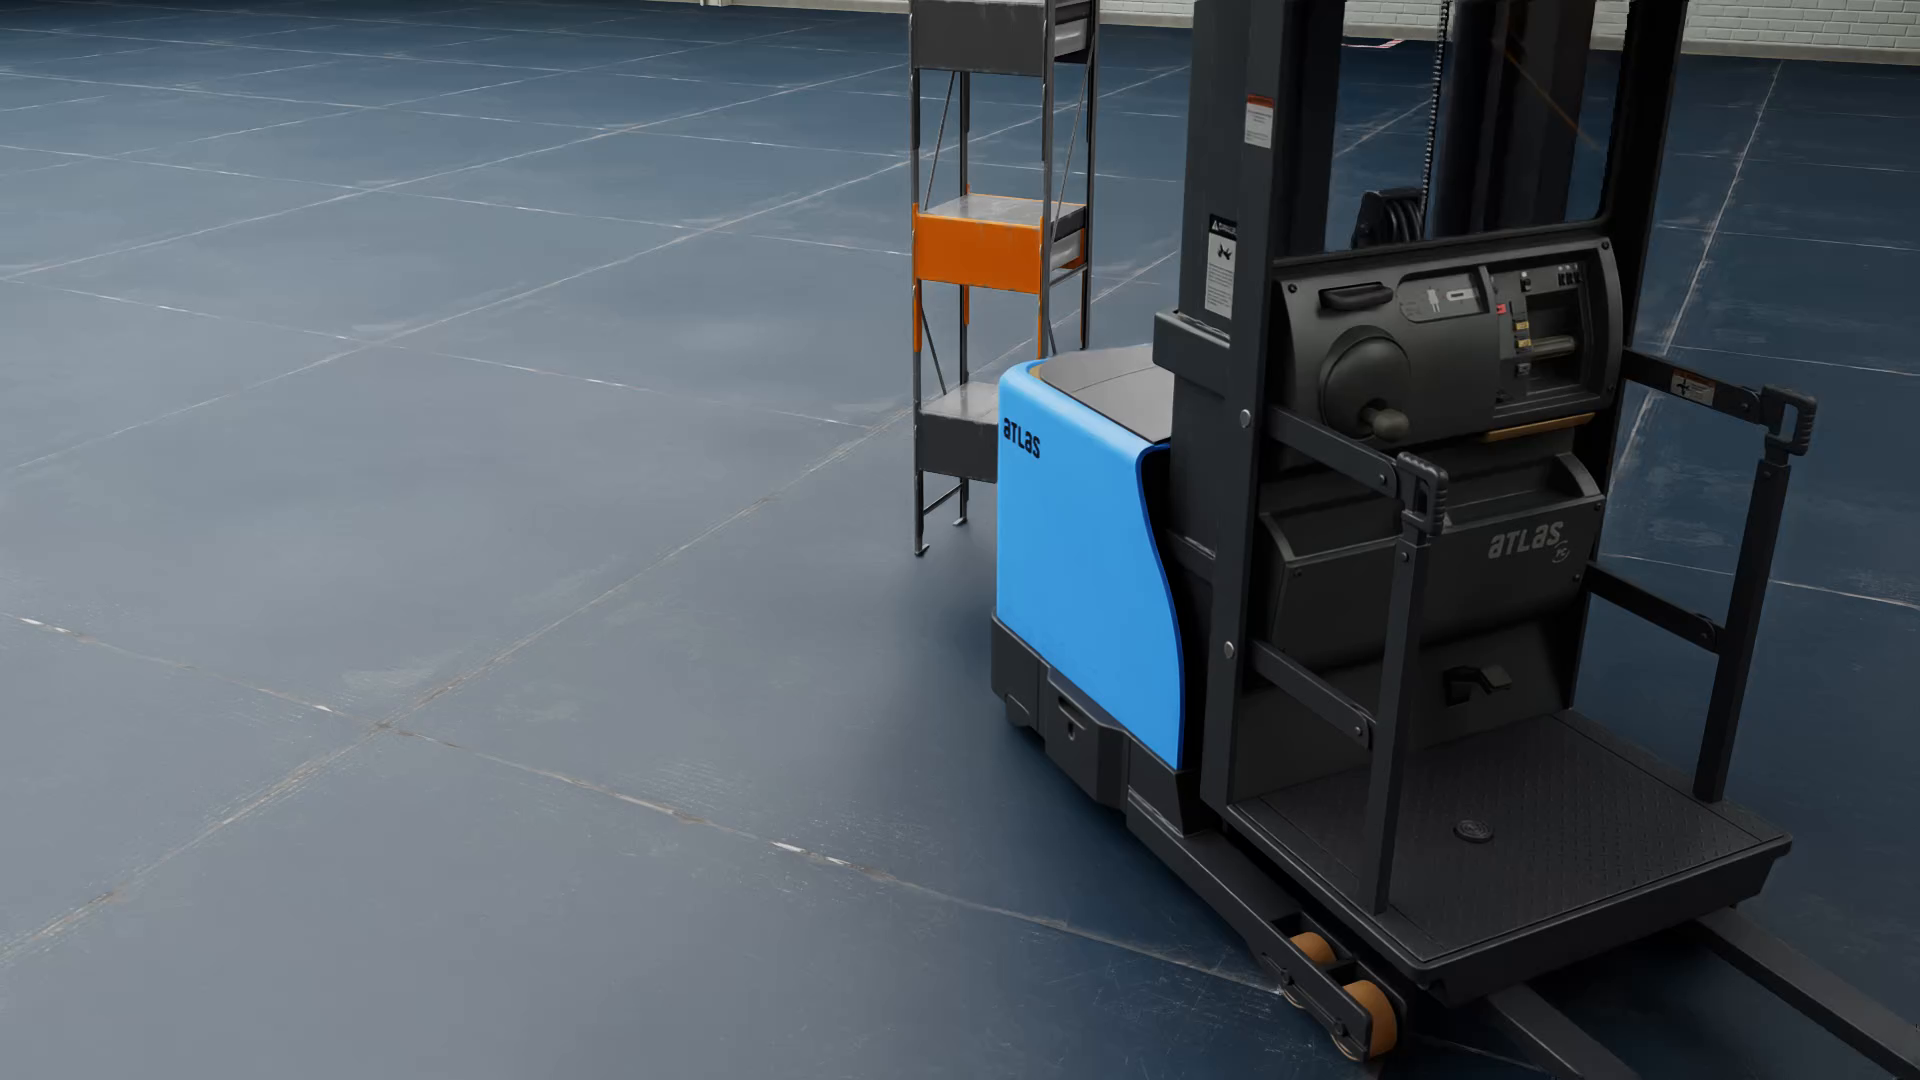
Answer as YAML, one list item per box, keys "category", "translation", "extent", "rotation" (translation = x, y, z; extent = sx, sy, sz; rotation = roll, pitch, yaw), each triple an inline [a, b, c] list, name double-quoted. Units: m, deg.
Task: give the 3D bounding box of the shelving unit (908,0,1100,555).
- category: "shelving unit"
  translation: [0.148, -0.937, 5.770]
  extent: [0.503, 2.100, 0.431]
  rotation: [11, 25, 25]

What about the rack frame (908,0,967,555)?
- category: "rack frame"
  translation: [-0.070, -0.980, 5.872]
  extent: [0.015, 2.100, 0.400]
  rotation: [11, 25, 25]

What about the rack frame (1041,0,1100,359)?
- category: "rack frame"
  translation: [0.365, -0.894, 5.669]
  extent: [0.015, 2.100, 0.400]
  rotation: [11, 25, 25]

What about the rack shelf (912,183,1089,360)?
- category: "rack shelf"
  translation: [0.148, -0.924, 5.776]
  extent: [0.480, 0.518, 0.431]
  rotation: [11, 25, 25]

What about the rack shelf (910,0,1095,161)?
- category: "rack shelf"
  translation: [0.148, -1.569, 5.502]
  extent: [0.480, 0.518, 0.431]
  rotation: [11, 25, 25]

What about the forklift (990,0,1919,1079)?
- category: "forklift"
  translation: [1.194, -0.421, 3.494]
  extent: [1.130, 2.935, 3.031]
  rotation: [-11, 25, -24]

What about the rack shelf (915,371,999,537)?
- category: "rack shelf"
  translation: [0.148, -0.280, 6.050]
  extent: [0.480, 0.518, 0.431]
  rotation: [11, 25, 25]

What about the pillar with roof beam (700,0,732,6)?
- category: "pillar with roof beam"
  translation: [-5.704, -10.902, 20.387]
  extent: [0.400, 9.000, 9.100]
  rotation: [11, 25, 25]
